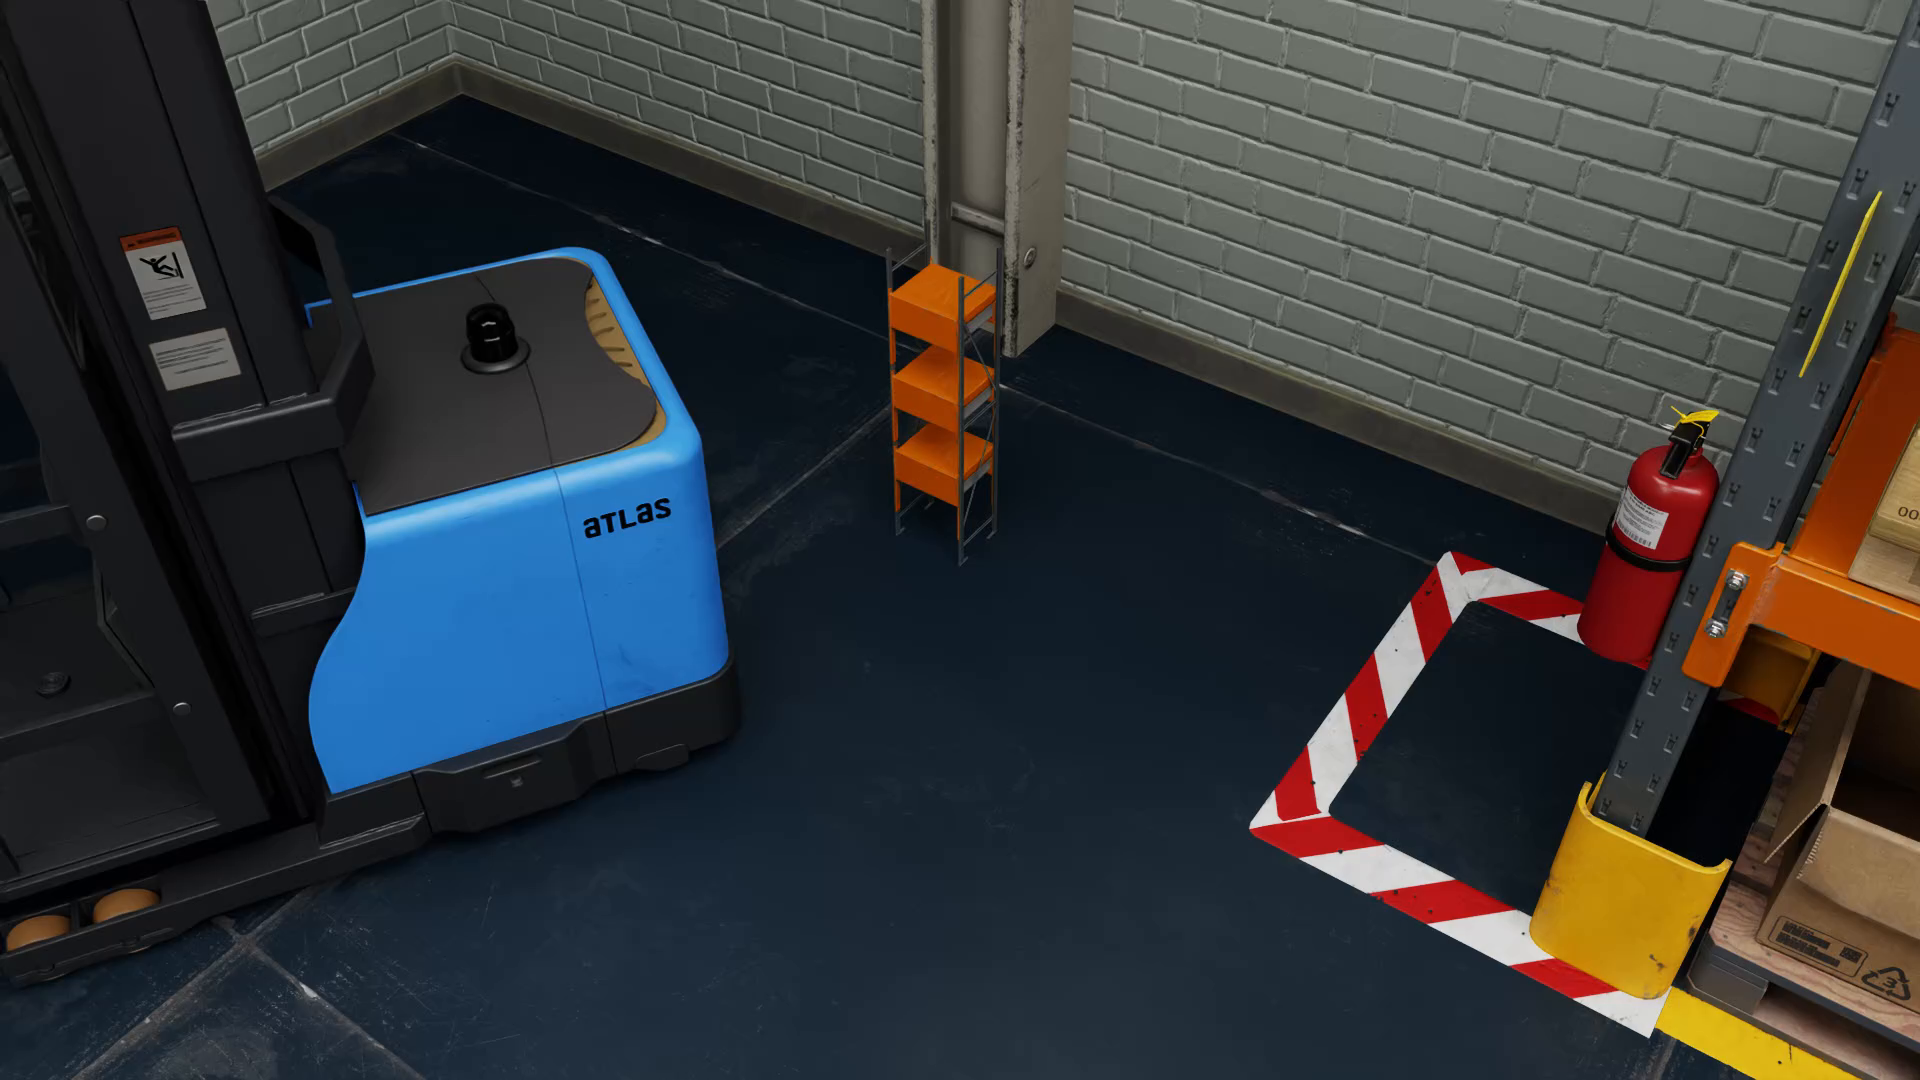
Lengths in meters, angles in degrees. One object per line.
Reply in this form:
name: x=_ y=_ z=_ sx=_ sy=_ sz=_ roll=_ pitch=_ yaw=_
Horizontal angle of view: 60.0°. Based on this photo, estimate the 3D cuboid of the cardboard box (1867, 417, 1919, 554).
cardboard box: x=2.027 y=-0.140 z=3.046 sx=0.500 sy=0.250 sz=0.500 roll=25 pitch=48 yaw=26

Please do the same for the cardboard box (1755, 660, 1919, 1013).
cardboard box: x=2.257 y=0.654 z=3.826 sx=0.637 sy=0.503 sz=0.797 roll=23 pitch=47 yaw=24

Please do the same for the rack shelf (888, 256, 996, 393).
rack shelf: x=-0.044 y=-0.615 z=4.741 sx=0.240 sy=0.259 sz=0.215 roll=25 pitch=48 yaw=25

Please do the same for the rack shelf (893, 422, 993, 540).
rack shelf: x=-0.044 y=-0.197 z=5.115 sx=0.240 sy=0.259 sz=0.215 roll=25 pitch=48 yaw=25

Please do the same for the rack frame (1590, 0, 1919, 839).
rack frame: x=1.810 y=-0.405 z=3.454 sx=0.127 sy=3.000 sz=1.000 roll=25 pitch=48 yaw=25

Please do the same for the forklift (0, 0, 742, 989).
forklift: x=-2.165 y=-0.423 z=3.525 sx=3.031 sy=2.935 sz=1.130 roll=-17 pitch=44 yaw=-18

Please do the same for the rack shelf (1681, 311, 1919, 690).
rack shelf: x=3.448 y=0.628 z=2.838 sx=4.000 sy=0.370 sz=1.077 roll=25 pitch=48 yaw=25

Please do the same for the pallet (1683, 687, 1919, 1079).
pallet: x=2.526 y=0.968 z=4.010 sx=1.213 sy=0.211 sz=1.003 roll=25 pitch=48 yaw=25

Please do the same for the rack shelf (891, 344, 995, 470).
rack shelf: x=-0.044 y=-0.404 z=4.930 sx=0.240 sy=0.259 sz=0.215 roll=25 pitch=48 yaw=25

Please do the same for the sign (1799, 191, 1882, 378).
sign: x=1.499 y=-0.432 z=2.834 sx=0.005 sy=0.325 sz=0.100 roll=25 pitch=48 yaw=25

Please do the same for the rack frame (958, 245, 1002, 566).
rack frame: x=0.056 y=-0.365 z=4.871 sx=0.008 sy=1.050 sz=0.200 roll=25 pitch=48 yaw=25

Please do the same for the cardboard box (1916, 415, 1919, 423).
cardboard box: x=2.236 y=-0.331 z=3.559 sx=0.250 sy=0.149 sz=0.380 roll=25 pitch=47 yaw=25

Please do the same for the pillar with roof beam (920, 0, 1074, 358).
pillar with roof beam: x=-2.352 y=-1.815 z=0.530 sx=0.400 sy=9.000 sz=9.100 roll=25 pitch=48 yaw=25

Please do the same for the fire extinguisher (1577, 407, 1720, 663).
fire extinguisher: x=1.425 y=-0.042 z=3.385 sx=0.183 sy=0.674 sz=0.296 roll=25 pitch=48 yaw=25

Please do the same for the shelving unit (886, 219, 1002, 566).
shelving unit: x=-0.044 y=-0.412 z=4.923 sx=0.252 sy=1.050 sz=0.215 roll=25 pitch=48 yaw=25

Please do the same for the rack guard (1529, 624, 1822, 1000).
rack guard: x=1.873 y=0.555 z=4.255 sx=0.348 sy=0.500 sz=1.175 roll=25 pitch=48 yaw=25

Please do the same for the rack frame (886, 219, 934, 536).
rack frame: x=-0.144 y=-0.458 z=4.975 sx=0.008 sy=1.050 sz=0.200 roll=25 pitch=48 yaw=25

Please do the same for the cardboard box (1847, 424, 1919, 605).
cardboard box: x=1.922 y=-0.036 z=3.229 sx=0.250 sy=0.149 sz=0.380 roll=25 pitch=47 yaw=25
